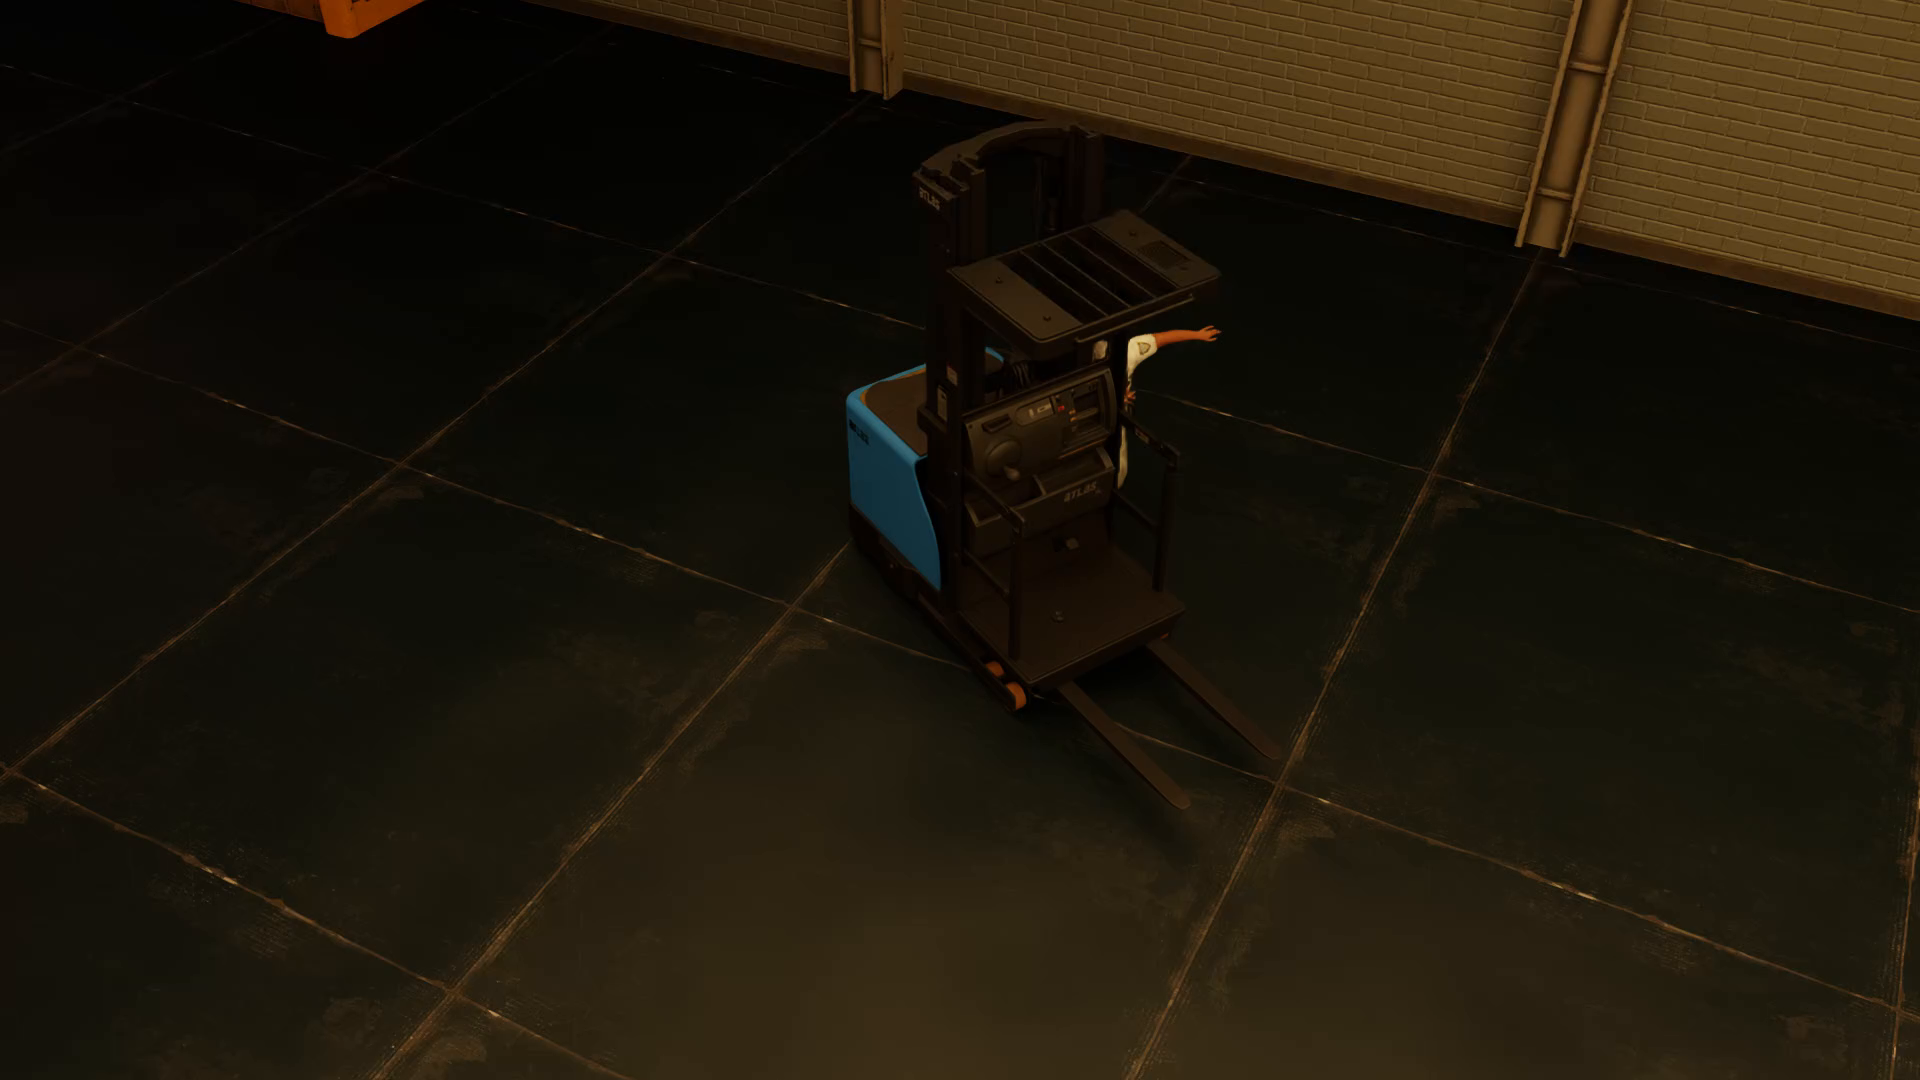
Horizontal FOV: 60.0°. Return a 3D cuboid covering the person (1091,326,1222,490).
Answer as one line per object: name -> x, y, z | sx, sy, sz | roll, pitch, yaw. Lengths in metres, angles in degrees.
person -> 0.945, -0.693, 10.080 | 1.330, 1.352, 0.717 | -4, 40, -5

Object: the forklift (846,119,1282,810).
forklift -> 0.554, -0.532, 8.618 | 1.130, 2.935, 3.031 | -23, 45, -25
